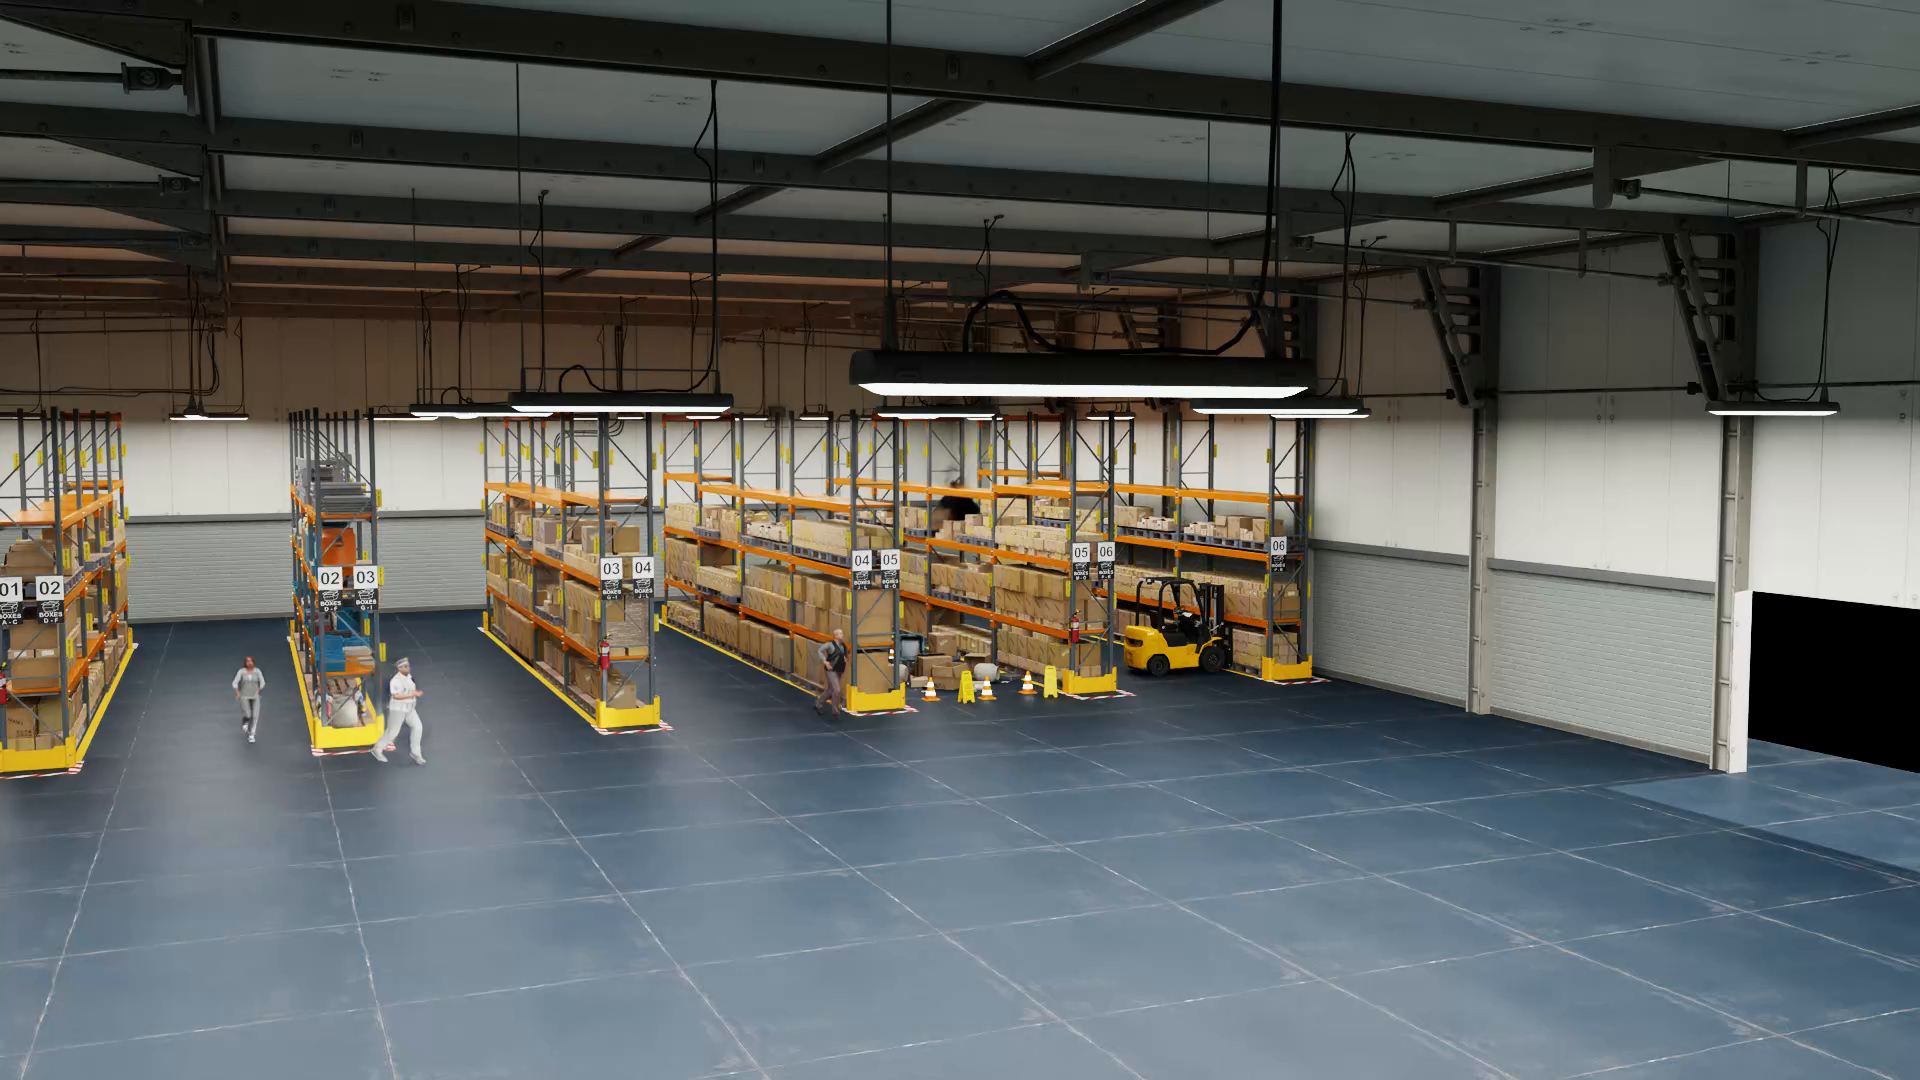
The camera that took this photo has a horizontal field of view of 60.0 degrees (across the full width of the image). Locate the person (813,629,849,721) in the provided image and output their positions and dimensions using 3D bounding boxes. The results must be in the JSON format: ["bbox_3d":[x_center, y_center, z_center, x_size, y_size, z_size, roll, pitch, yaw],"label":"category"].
[{"bbox_3d":[-2.462,2.612,32.417,0.808,1.748,0.645,3,5,32],"label":"person"}]

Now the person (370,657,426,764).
[{"bbox_3d":[-9.437,2.883,28.011,0.929,1.844,0.672,1,4,13],"label":"person"}]

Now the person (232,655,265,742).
[{"bbox_3d":[-12.781,2.856,29.933,0.536,1.555,0.544,-2,5,-30],"label":"person"}]
